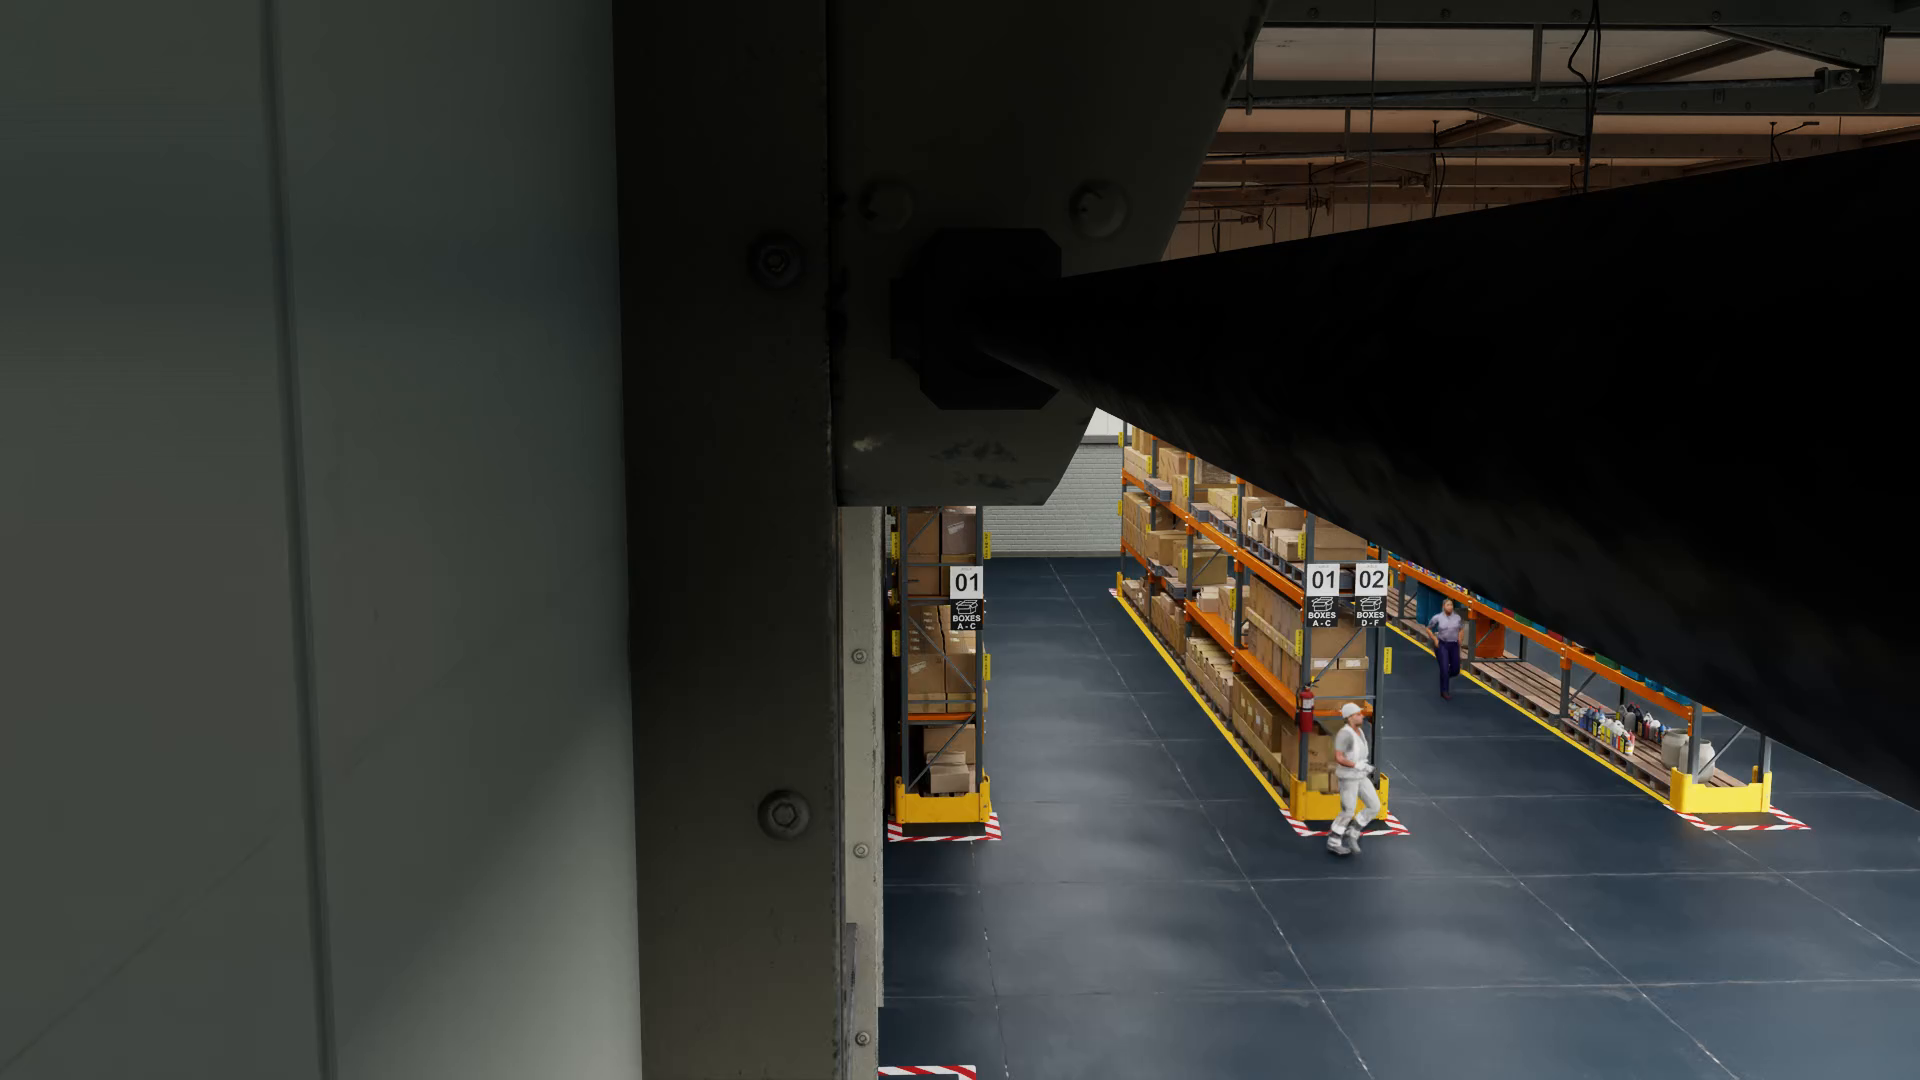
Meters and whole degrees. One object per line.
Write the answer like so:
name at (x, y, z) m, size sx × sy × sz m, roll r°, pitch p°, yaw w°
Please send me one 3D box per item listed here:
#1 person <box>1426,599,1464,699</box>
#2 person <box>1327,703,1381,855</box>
person at (7.899, 1.748, 27.050) m, size 0.613 × 1.598 × 0.669 m, roll -1°, pitch 8°, yaw -5°
person at (4.577, 2.762, 19.224) m, size 0.566 × 1.766 × 0.671 m, roll 6°, pitch 10°, yaw 38°
